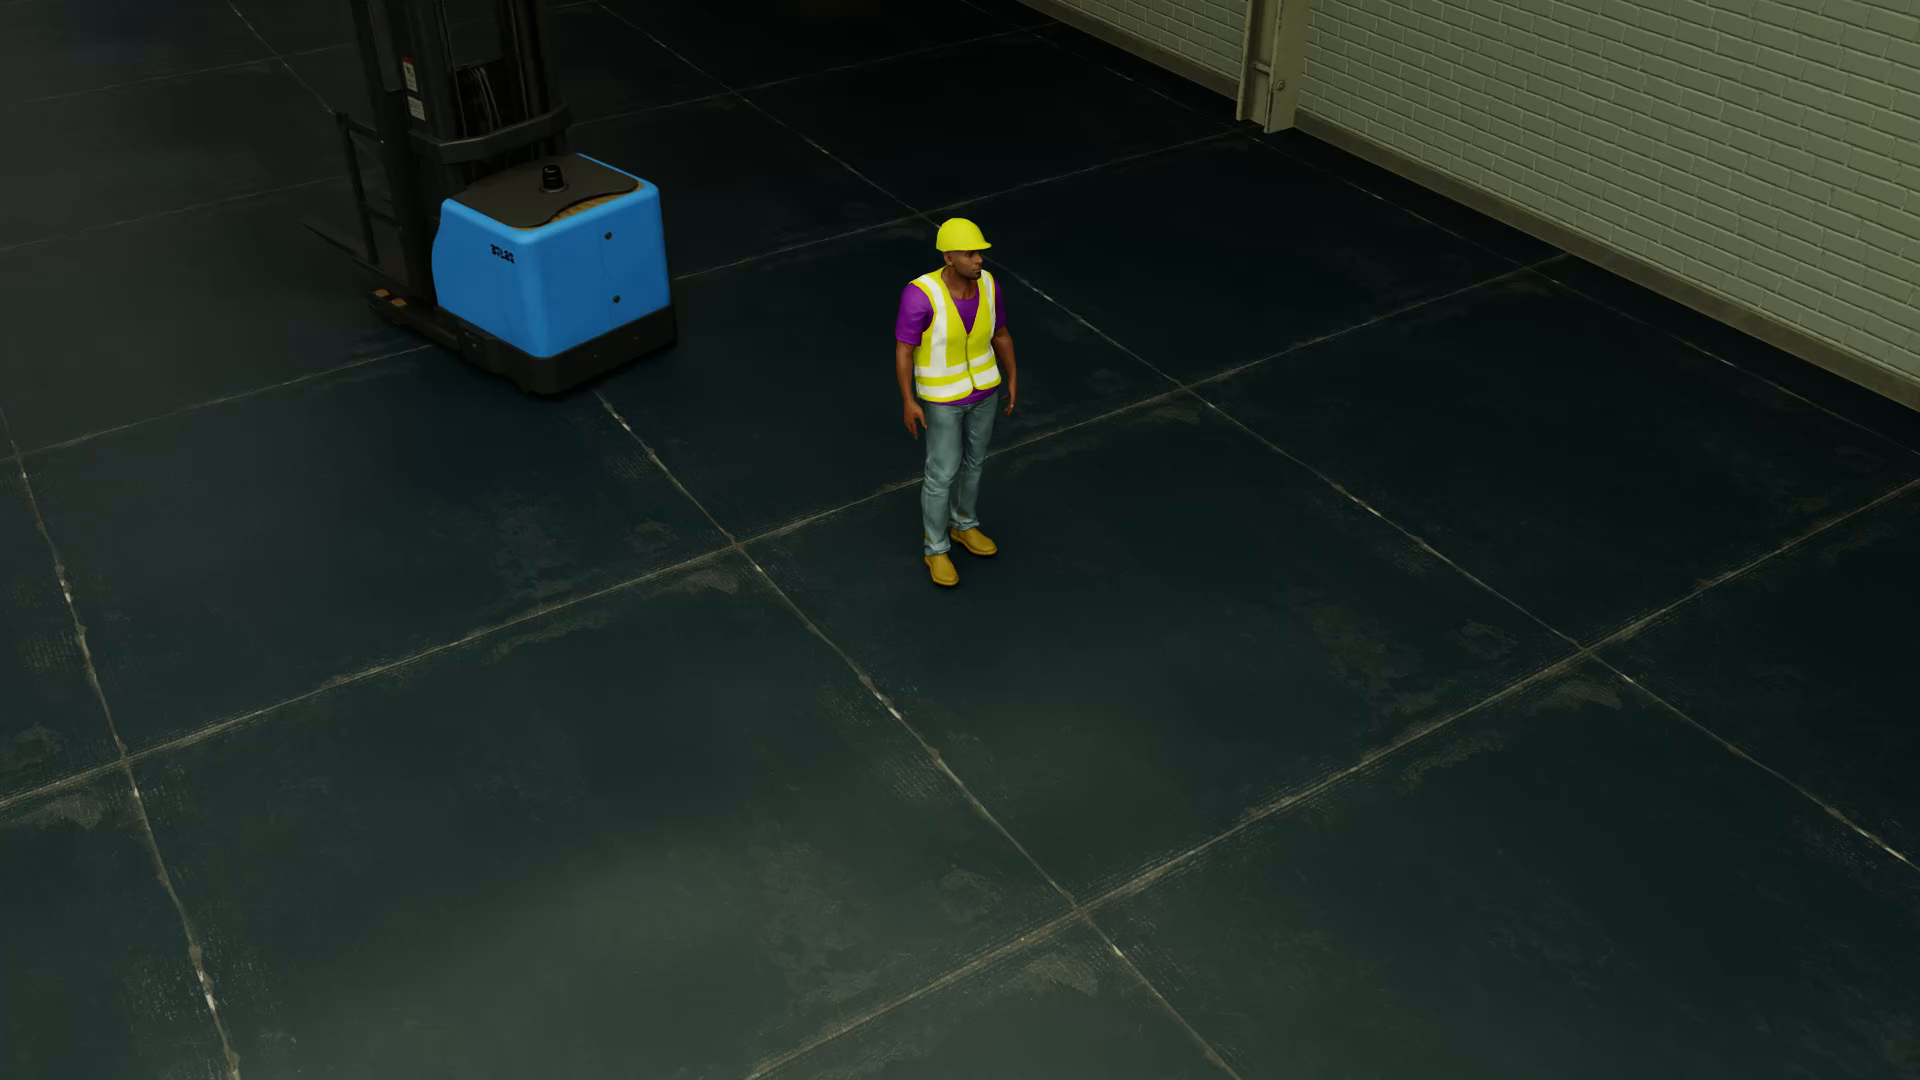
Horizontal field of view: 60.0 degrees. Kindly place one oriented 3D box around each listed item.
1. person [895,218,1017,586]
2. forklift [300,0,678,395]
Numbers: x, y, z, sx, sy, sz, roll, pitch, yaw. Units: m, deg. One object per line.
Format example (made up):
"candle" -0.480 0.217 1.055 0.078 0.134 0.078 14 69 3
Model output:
"person" 0.033 -0.693 8.134 0.665 1.768 0.575 -21 40 -27
"forklift" -3.195 -2.778 10.101 3.031 2.935 1.130 27 43 33
